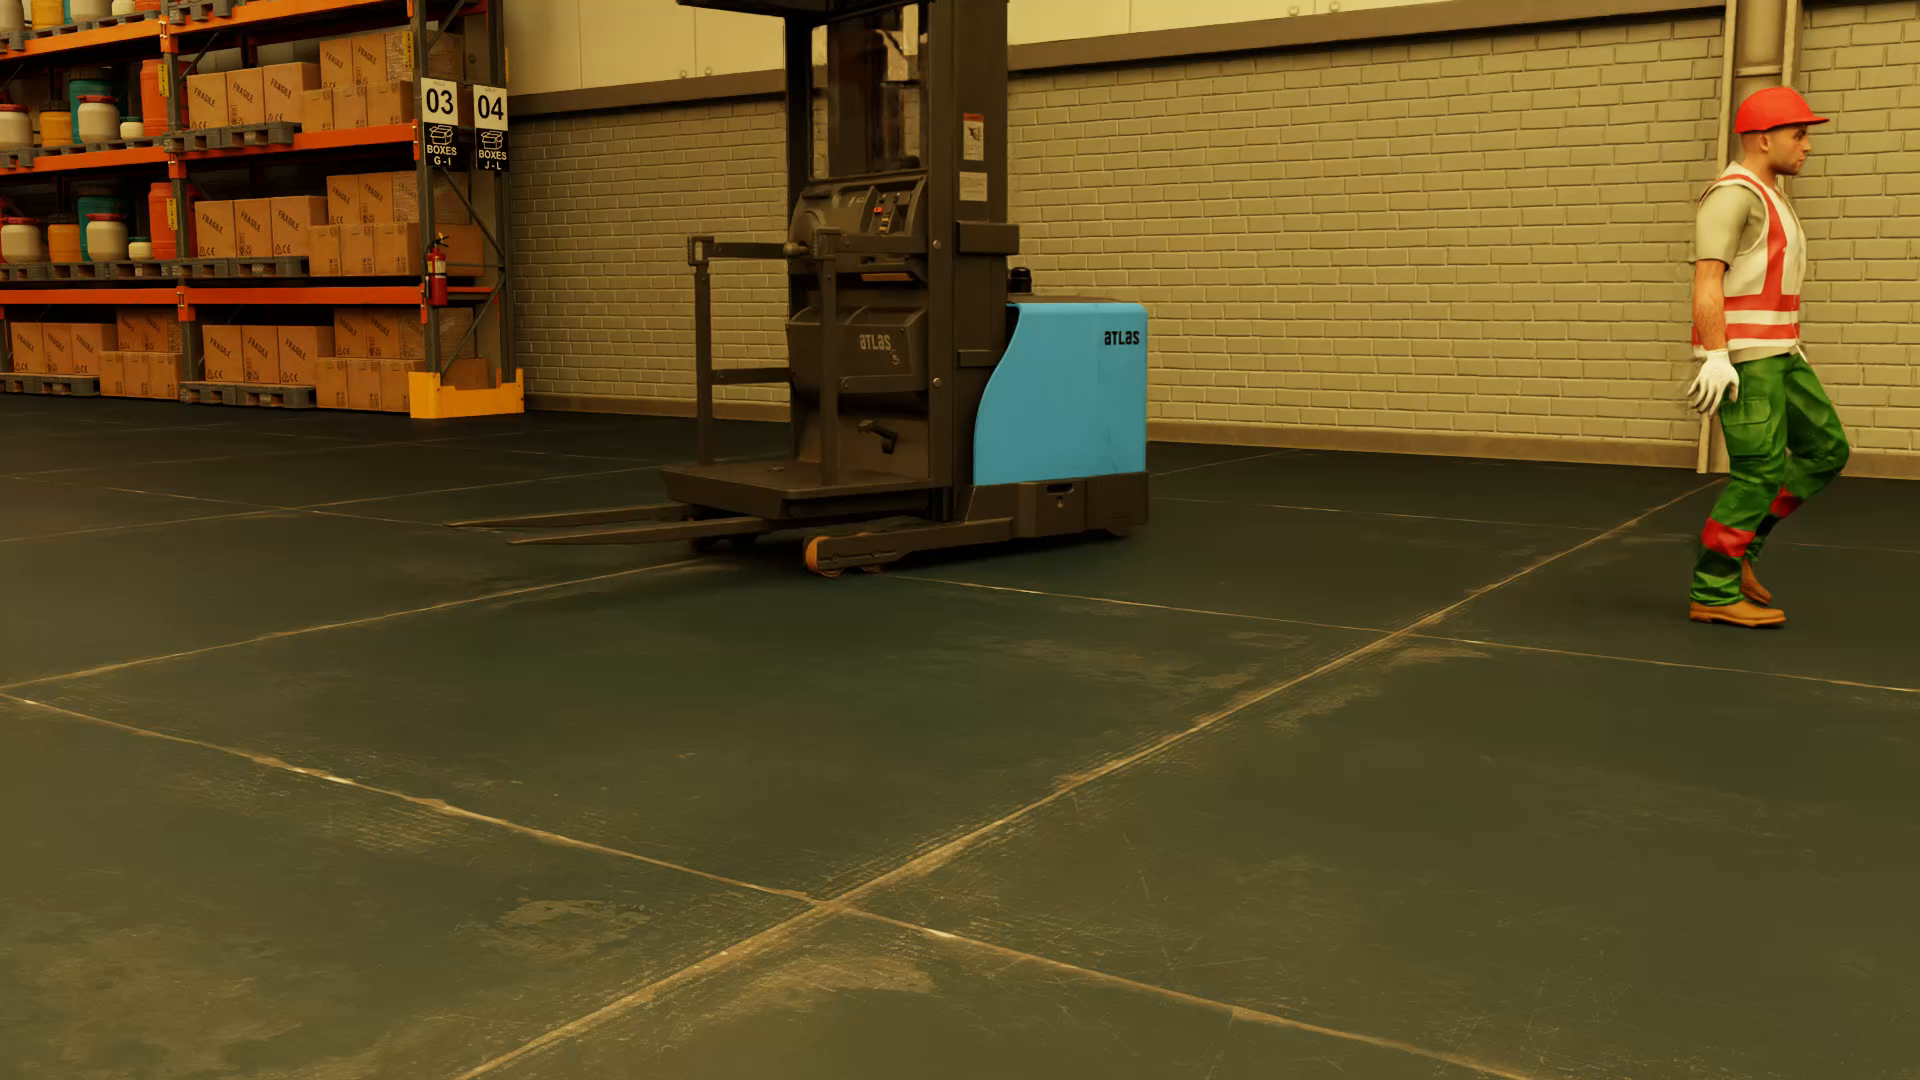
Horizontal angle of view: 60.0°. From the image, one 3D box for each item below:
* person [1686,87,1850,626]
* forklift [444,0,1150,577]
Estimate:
[{"bbox_3d":[2.696,-0.597,5.531,0.463,1.767,0.704,6,10,35],"label":"person"},{"bbox_3d":[-0.607,-1.387,6.945,3.031,2.935,1.130,-6,10,-37],"label":"forklift"}]
